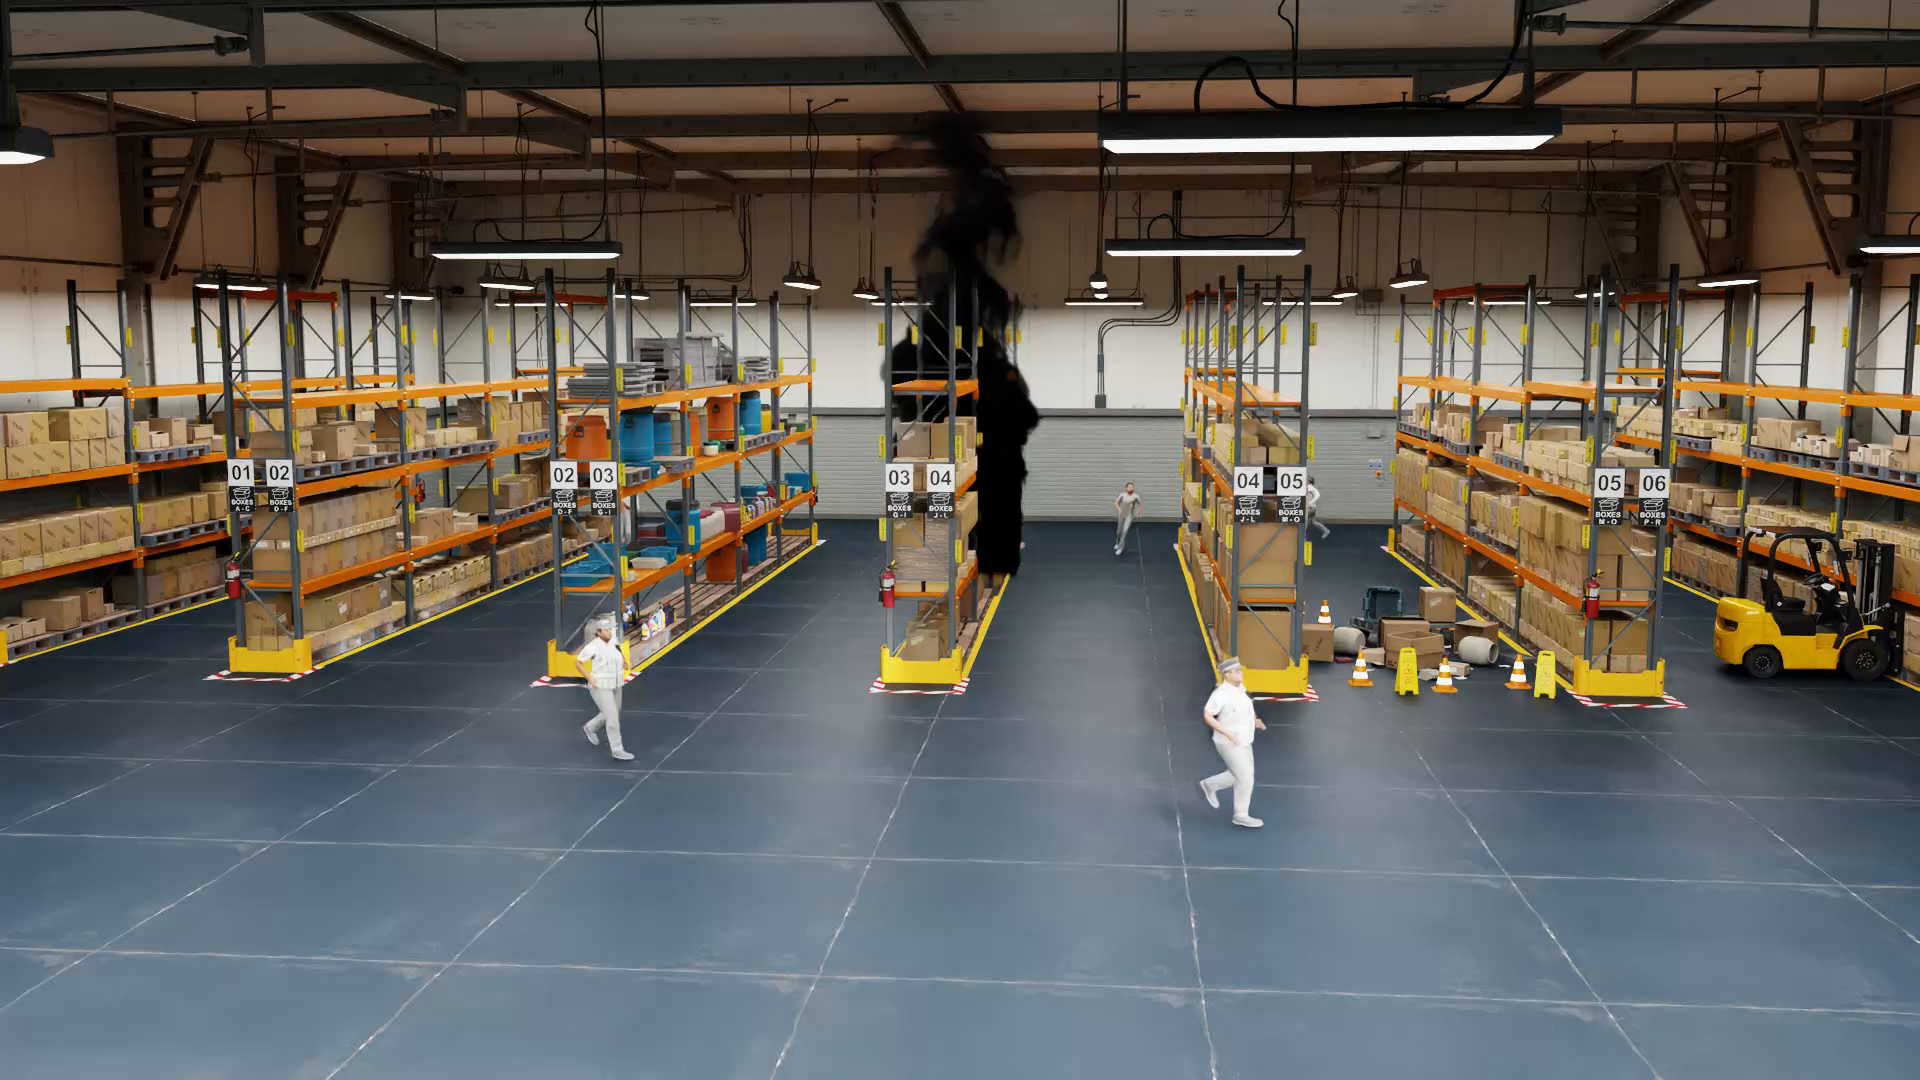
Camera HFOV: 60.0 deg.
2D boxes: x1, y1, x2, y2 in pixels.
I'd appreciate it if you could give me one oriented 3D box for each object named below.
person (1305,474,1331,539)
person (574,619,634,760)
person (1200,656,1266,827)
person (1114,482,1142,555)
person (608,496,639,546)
[{"bbox_3d":[8.588,-0.759,40.538,0.935,1.711,0.623,1,7,7],"label":"person"},{"bbox_3d":[-4.237,1.768,19.905,0.889,1.633,0.615,4,8,31],"label":"person"},{"bbox_3d":[2.798,2.059,17.187,0.776,1.735,0.671,5,9,36],"label":"person"},{"bbox_3d":[3.882,-0.520,38.679,0.643,1.630,0.952,2,7,13],"label":"person"},{"bbox_3d":[-7.088,-0.357,35.022,0.672,1.876,0.840,-1,7,-10],"label":"person"}]
